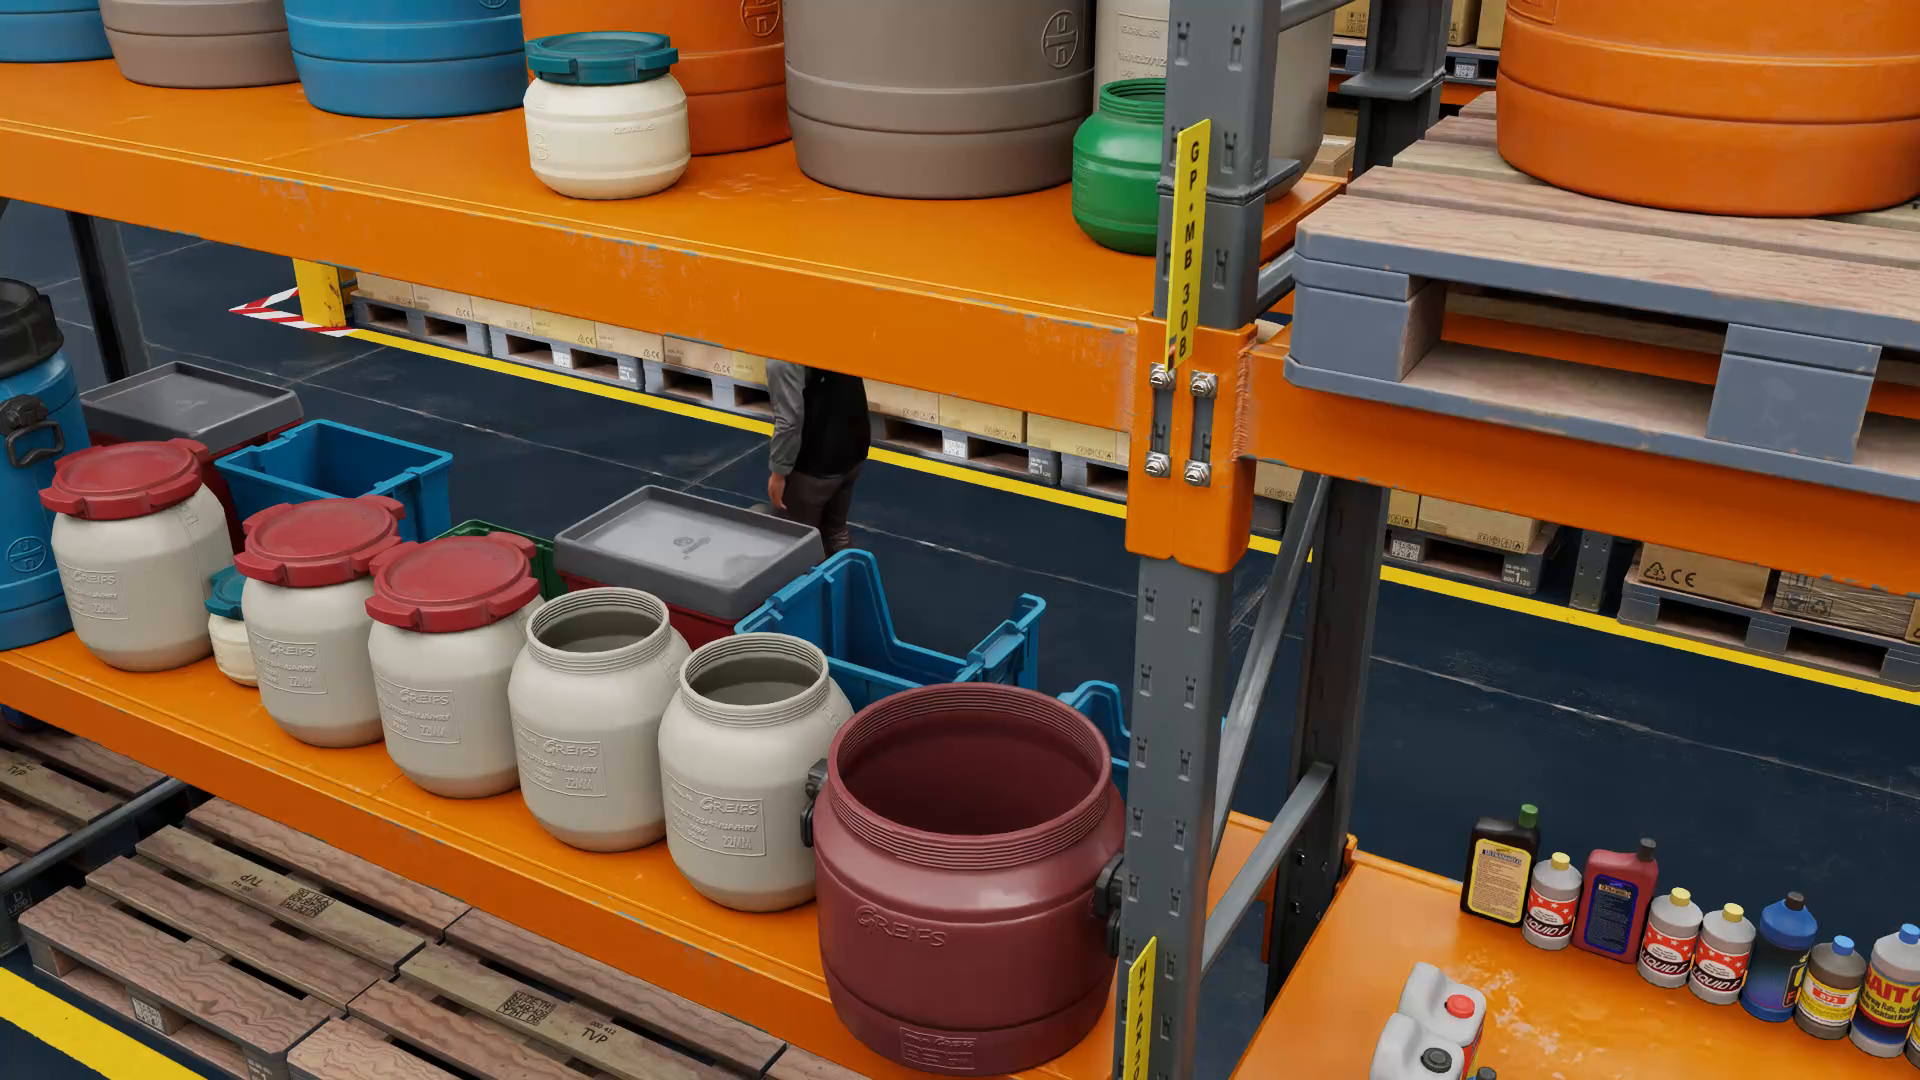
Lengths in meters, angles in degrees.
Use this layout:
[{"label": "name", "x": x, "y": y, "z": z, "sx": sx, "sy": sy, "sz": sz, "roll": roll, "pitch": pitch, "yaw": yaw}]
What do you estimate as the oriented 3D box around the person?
[{"label": "person", "x": -0.613, "y": -0.334, "z": 6.818, "sx": 0.475, "sy": 1.719, "sz": 0.582, "roll": 12, "pitch": 29, "yaw": 24}]
